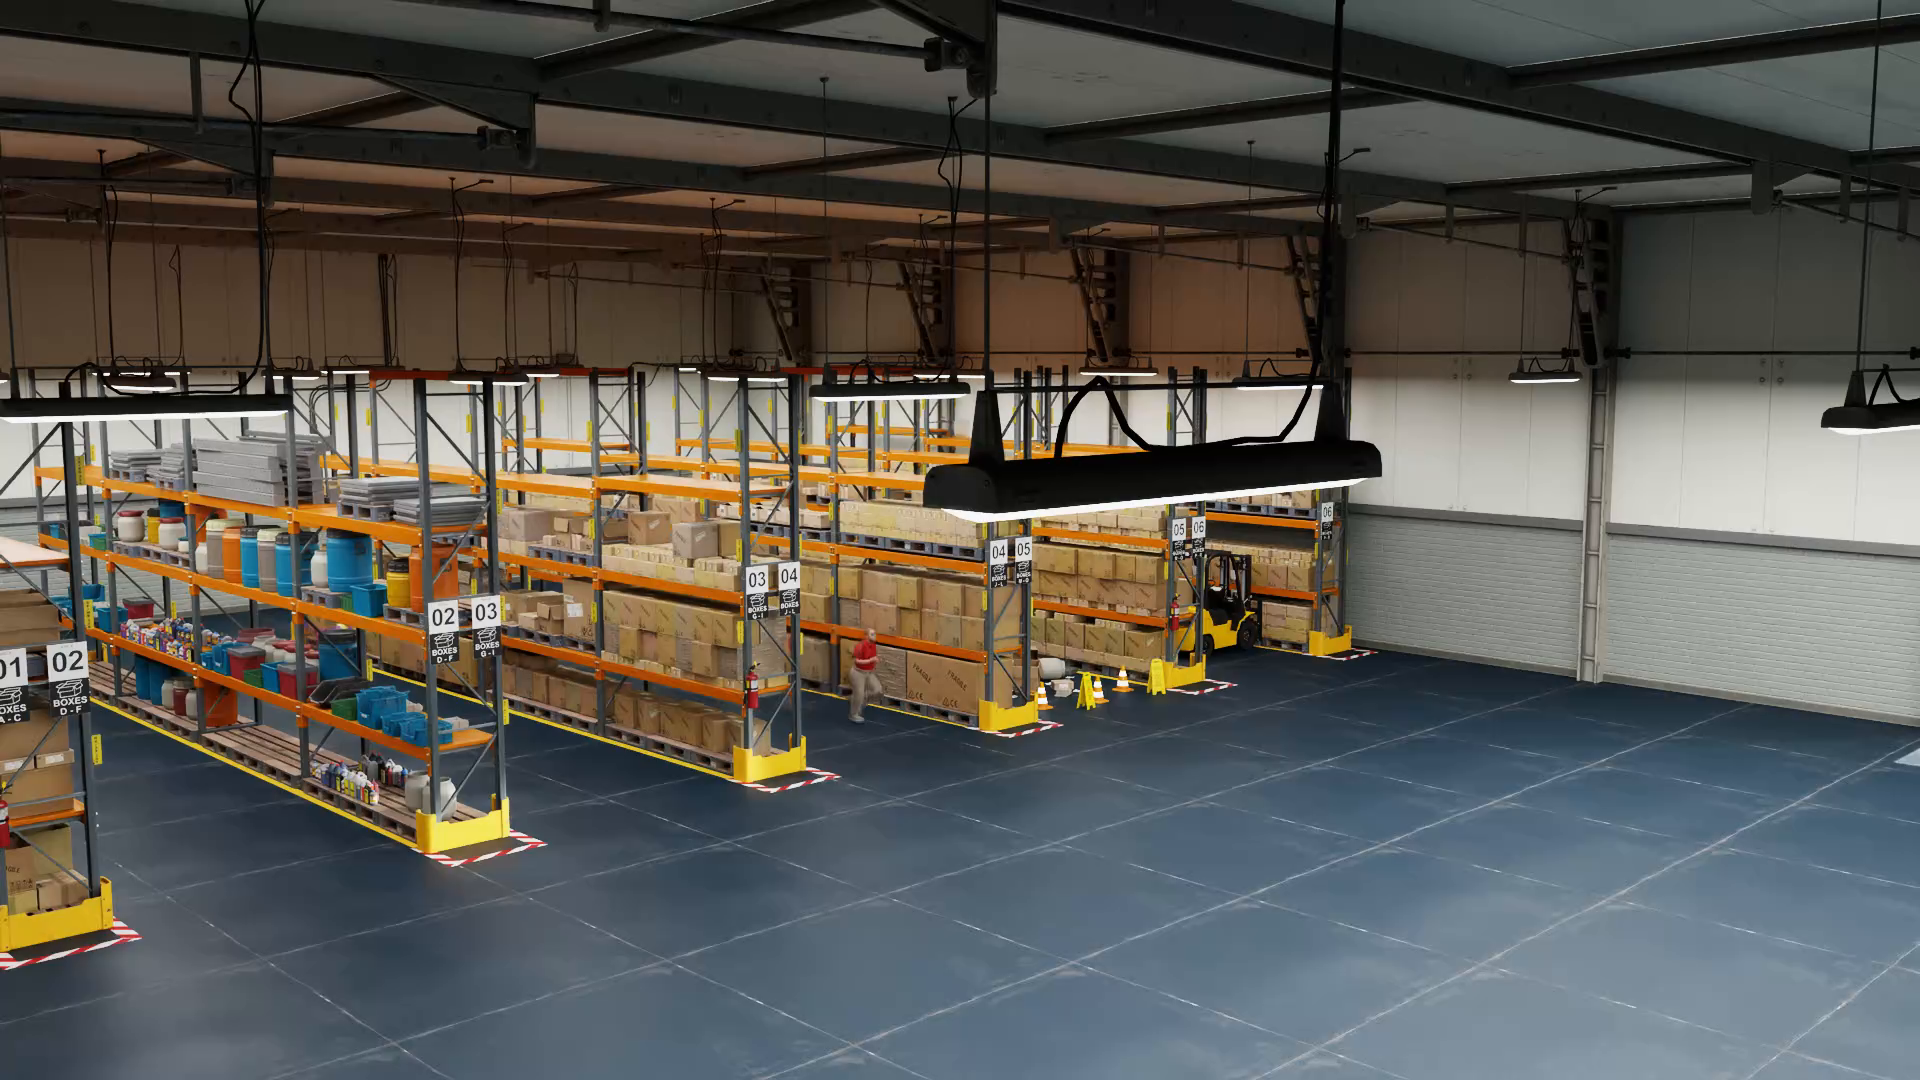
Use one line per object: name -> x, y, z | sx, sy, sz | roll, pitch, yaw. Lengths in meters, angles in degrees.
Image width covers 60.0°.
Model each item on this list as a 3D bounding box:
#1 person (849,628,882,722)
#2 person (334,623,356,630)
person -> -1.589, 2.301, 28.350 | 0.786, 1.655, 0.653 | 5, 8, 39
person -> -10.903, 2.098, 29.761 | 0.723, 1.823, 0.671 | 4, 8, 34
